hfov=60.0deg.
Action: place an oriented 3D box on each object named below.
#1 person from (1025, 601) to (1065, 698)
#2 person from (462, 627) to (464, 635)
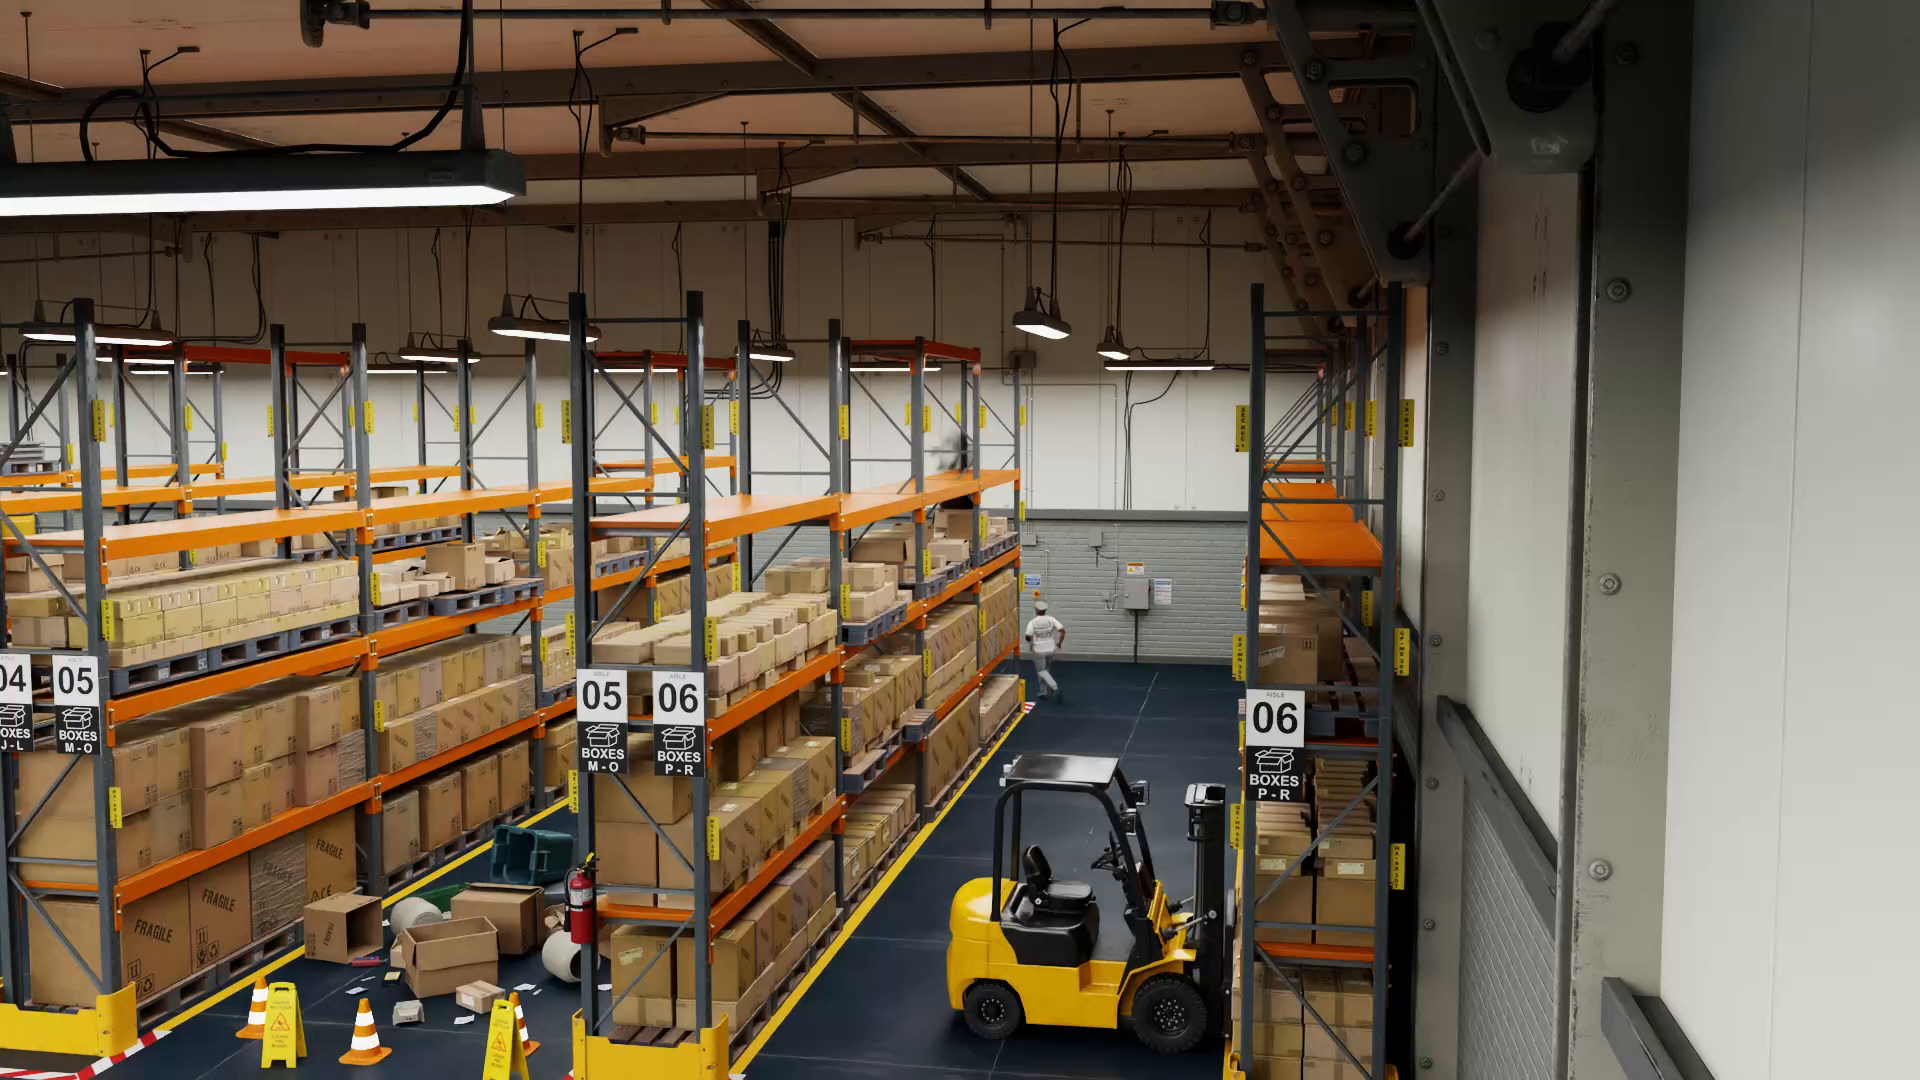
[{"bbox_3d":[1.435,1.945,29.219,0.699,1.772,0.861,-2,5,-25],"label":"person"},{"bbox_3d":[-8.039,2.163,27.218,0.539,1.582,0.893,1,5,7],"label":"person"}]
